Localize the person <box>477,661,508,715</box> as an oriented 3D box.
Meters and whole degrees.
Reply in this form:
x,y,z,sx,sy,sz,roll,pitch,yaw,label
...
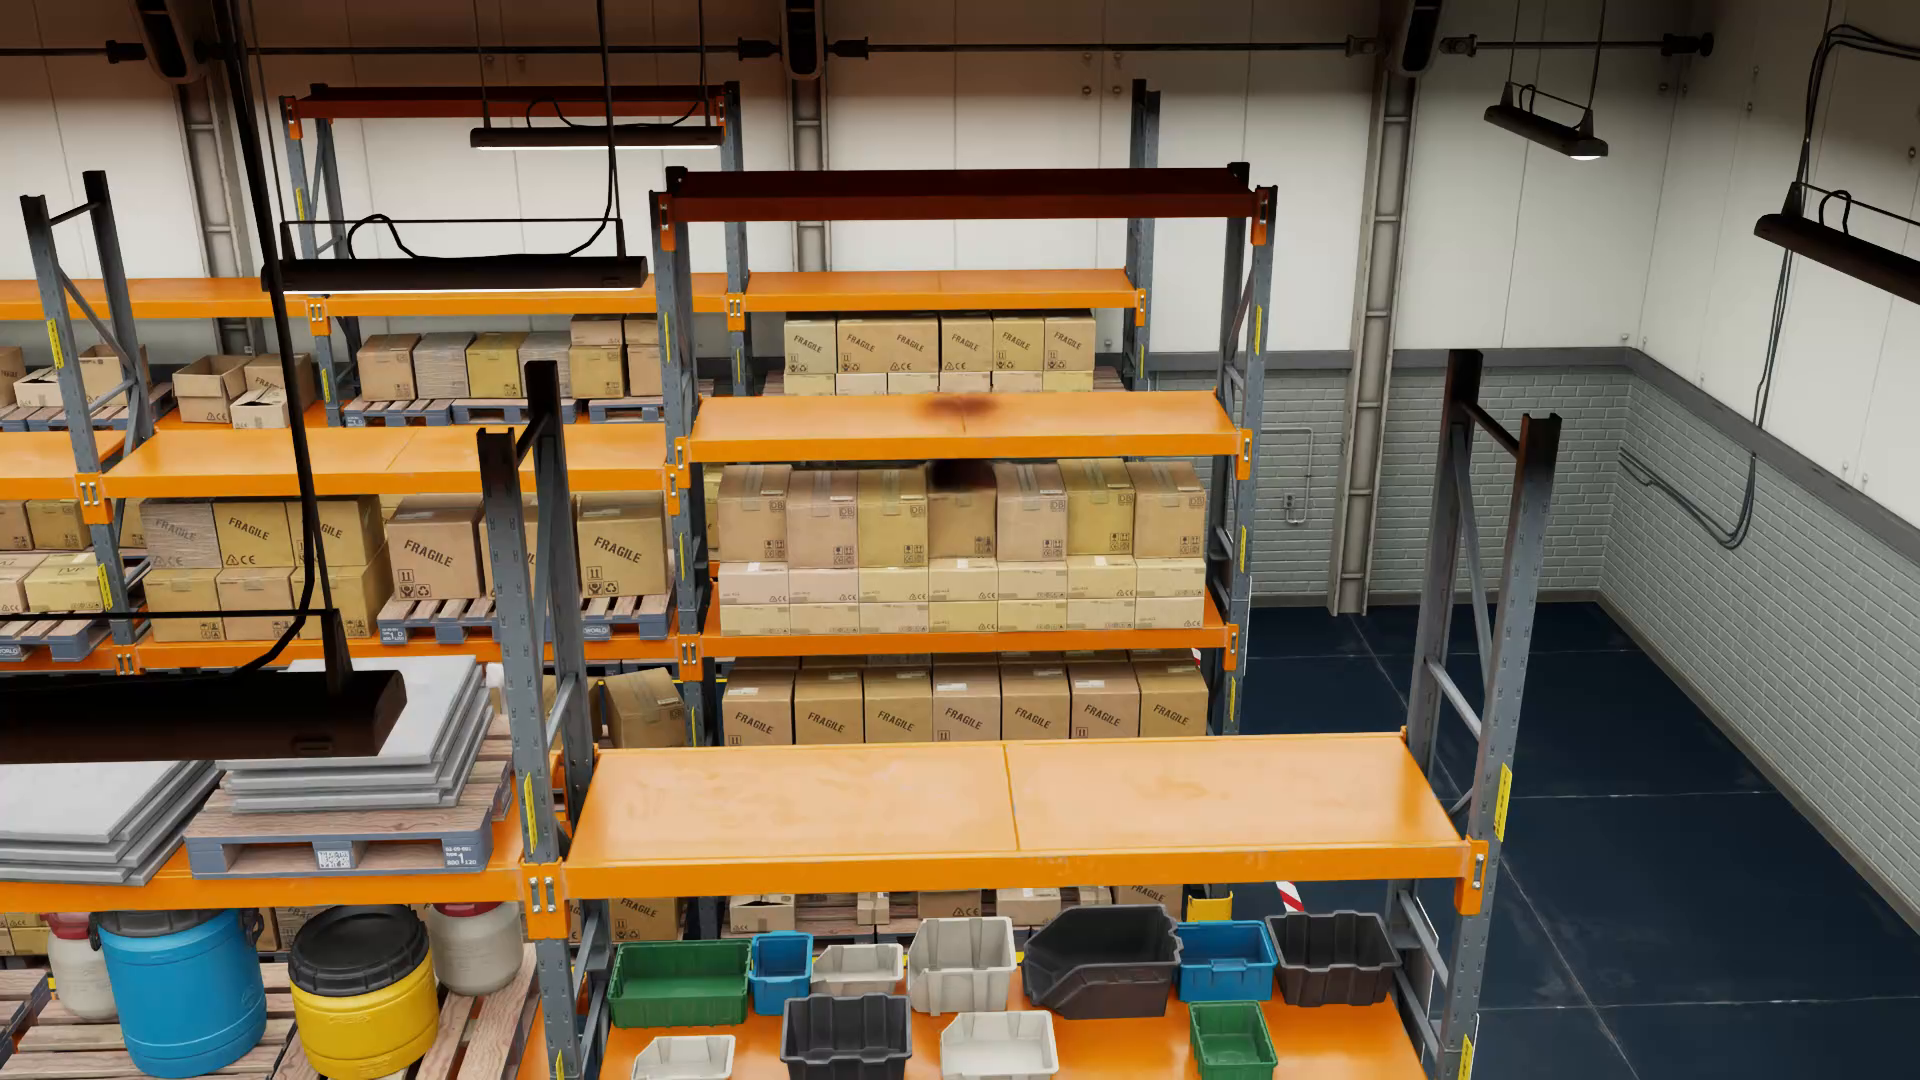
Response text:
x,y,z,sx,sy,sz,roll,pitch,yaw,label
-4.134,1.709,14.560,0.604,1.800,0.461,0,22,1,person
